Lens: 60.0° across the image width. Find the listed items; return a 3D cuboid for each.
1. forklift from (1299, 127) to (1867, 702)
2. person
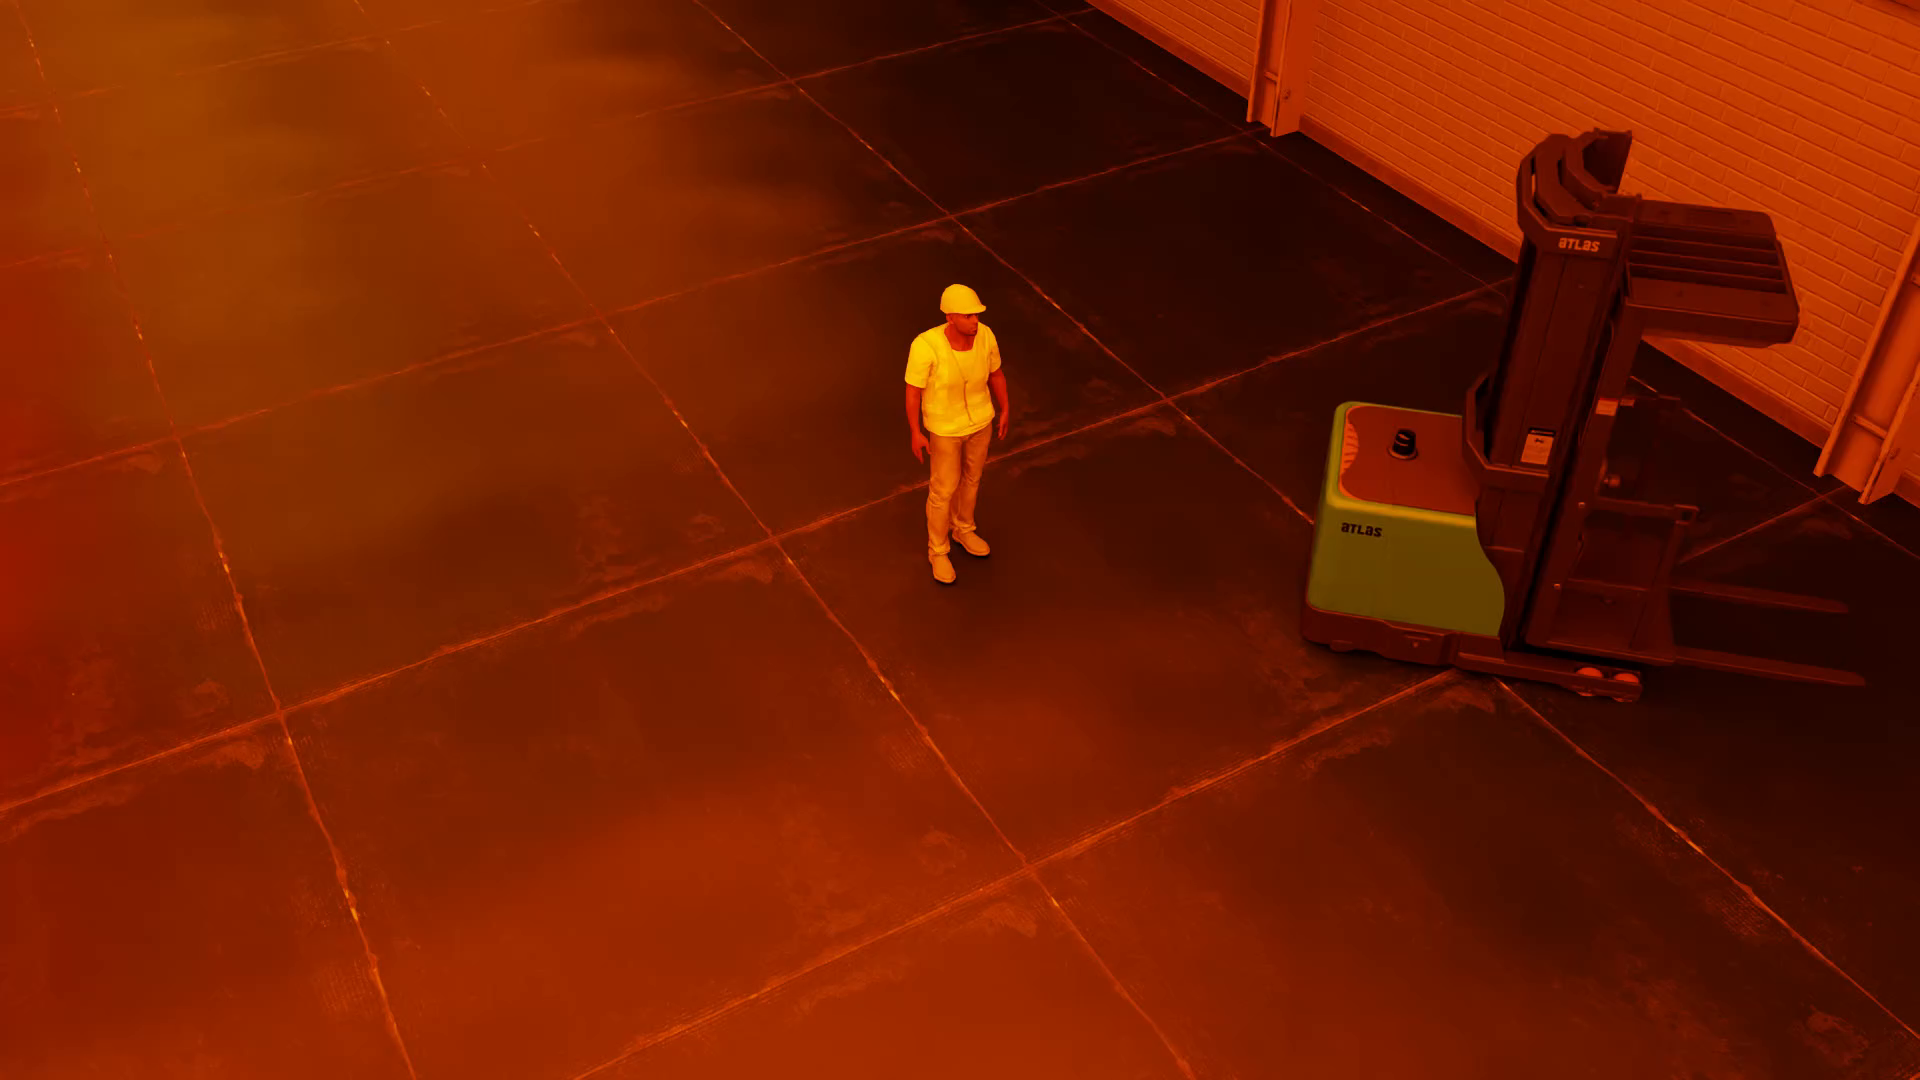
[{"bbox_3d":[3.532,-0.601,8.761,3.031,2.935,1.130,9,40,10],"label":"forklift"},{"bbox_3d":[0.031,-0.642,9.717,0.666,1.761,0.575,-20,44,-23],"label":"person"}]
